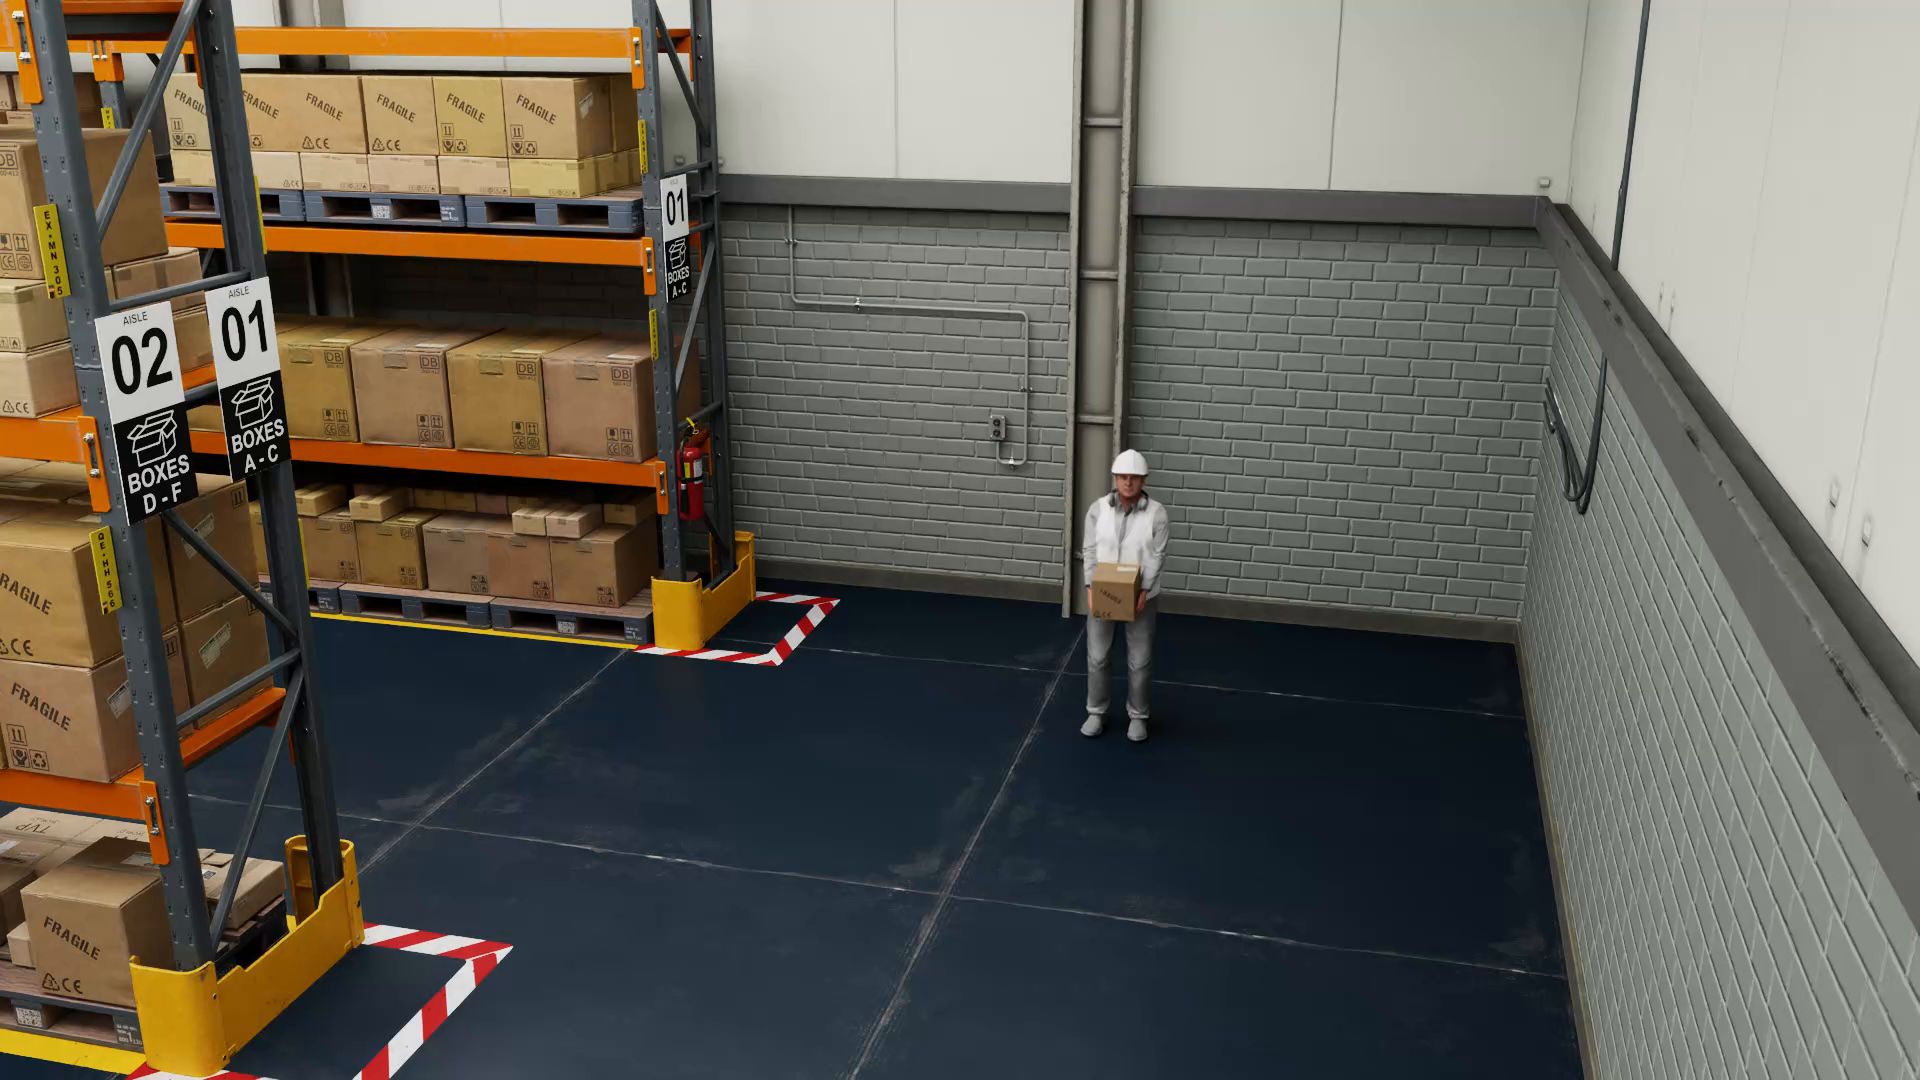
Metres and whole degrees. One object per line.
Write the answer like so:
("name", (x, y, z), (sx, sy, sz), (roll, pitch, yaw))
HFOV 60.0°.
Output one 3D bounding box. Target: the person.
("person", (0.988, 0.326, 10.012), (0.563, 1.775, 0.439), (4, 19, 12))
